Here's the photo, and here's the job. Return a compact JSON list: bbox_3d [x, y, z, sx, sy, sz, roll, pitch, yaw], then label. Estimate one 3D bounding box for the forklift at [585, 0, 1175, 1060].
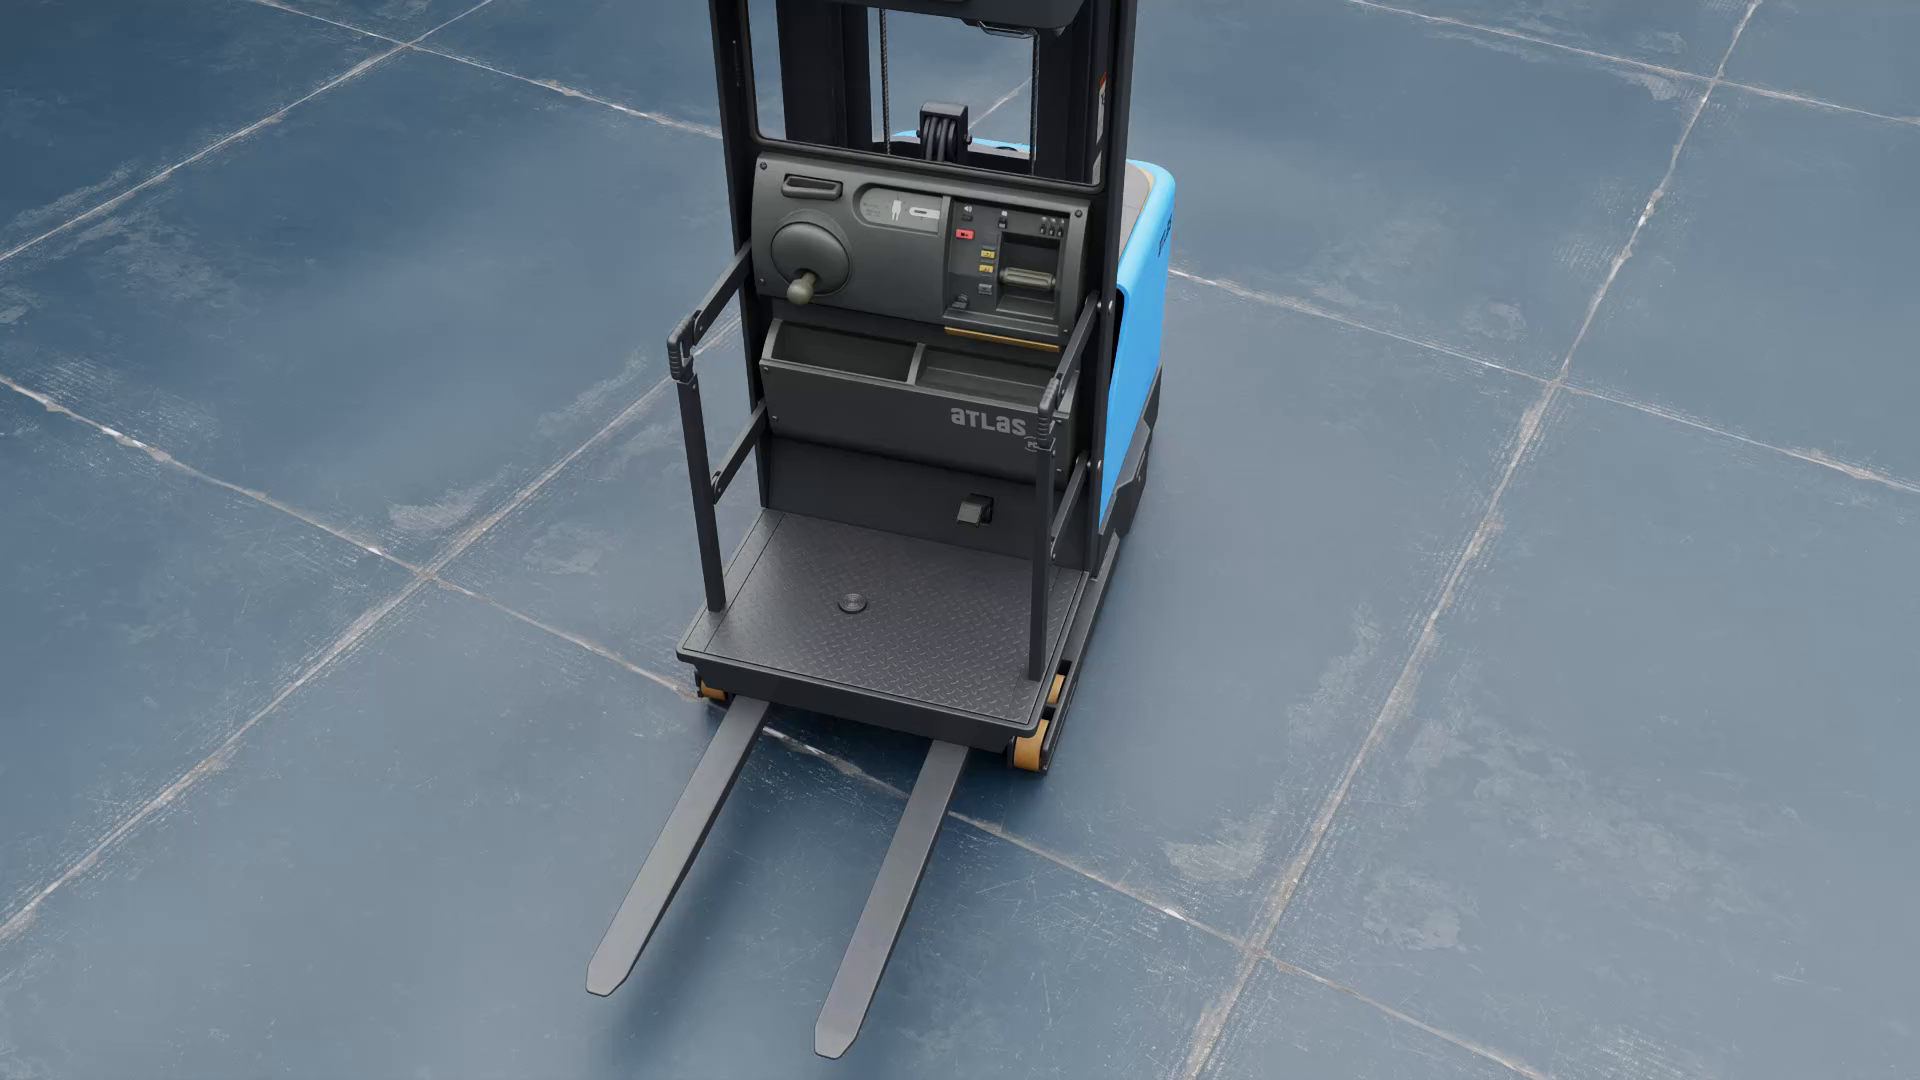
[{"bbox_3d":[-0.179,-0.706,4.334,1.130,2.935,3.031,11,43,12],"label":"forklift"}]
